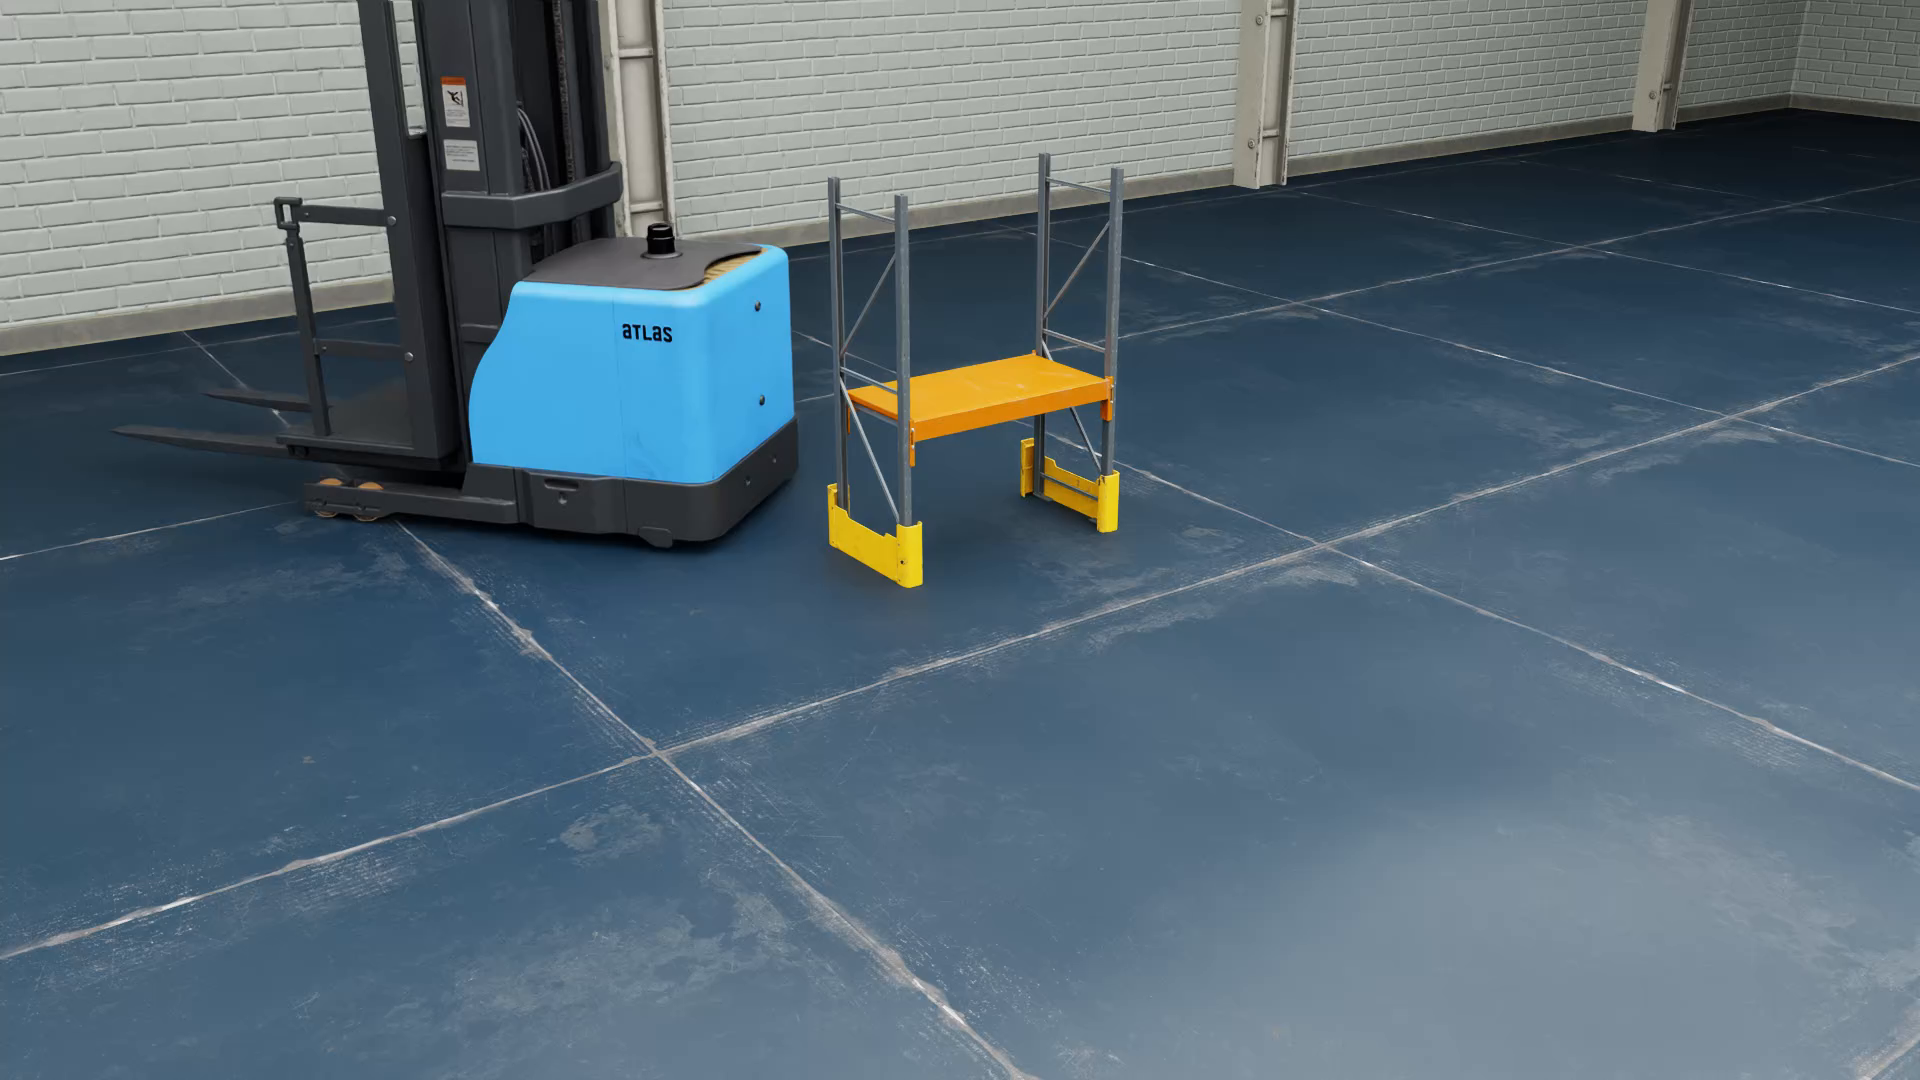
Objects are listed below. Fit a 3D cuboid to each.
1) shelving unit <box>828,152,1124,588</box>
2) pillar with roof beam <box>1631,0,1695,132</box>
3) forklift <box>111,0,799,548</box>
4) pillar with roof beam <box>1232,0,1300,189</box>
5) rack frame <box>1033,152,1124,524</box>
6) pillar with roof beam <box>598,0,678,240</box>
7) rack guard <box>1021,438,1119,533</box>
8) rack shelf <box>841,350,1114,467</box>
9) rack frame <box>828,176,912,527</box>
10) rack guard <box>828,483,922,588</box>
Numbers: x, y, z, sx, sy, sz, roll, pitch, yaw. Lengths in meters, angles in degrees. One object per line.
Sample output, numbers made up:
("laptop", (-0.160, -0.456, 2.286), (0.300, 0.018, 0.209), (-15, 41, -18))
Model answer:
("shelving unit", (0.062, -0.713, 6.660), (1.083, 1.500, 0.587), (-15, 26, -33))
("pillar with roof beam", (10.053, -7.361, 13.202), (0.400, 9.000, 9.100), (-15, 26, -33))
("forklift", (-2.304, -1.618, 6.996), (3.031, 2.935, 1.130), (6, 23, 15))
("pillar with roof beam", (5.183, -6.063, 9.948), (0.400, 9.000, 9.100), (-15, 26, -33))
("rack frame", (0.482, -0.825, 6.940), (0.032, 1.500, 0.500), (-15, 26, -33))
("pillar with roof beam", (0.312, -4.764, 6.693), (0.400, 9.000, 9.100), (-15, 26, -33))
("rack guard", (0.466, -0.240, 7.162), (0.087, 0.250, 0.587), (-15, 26, -33))
("rack shelf", (0.069, -0.548, 6.731), (1.000, 0.185, 0.538), (-15, 26, -33))
("rack frame", (-0.343, -0.605, 6.389), (0.032, 1.500, 0.500), (-15, 26, -33))
("rack guard", (-0.342, -0.025, 6.621), (0.087, 0.250, 0.587), (-15, 26, -33))
